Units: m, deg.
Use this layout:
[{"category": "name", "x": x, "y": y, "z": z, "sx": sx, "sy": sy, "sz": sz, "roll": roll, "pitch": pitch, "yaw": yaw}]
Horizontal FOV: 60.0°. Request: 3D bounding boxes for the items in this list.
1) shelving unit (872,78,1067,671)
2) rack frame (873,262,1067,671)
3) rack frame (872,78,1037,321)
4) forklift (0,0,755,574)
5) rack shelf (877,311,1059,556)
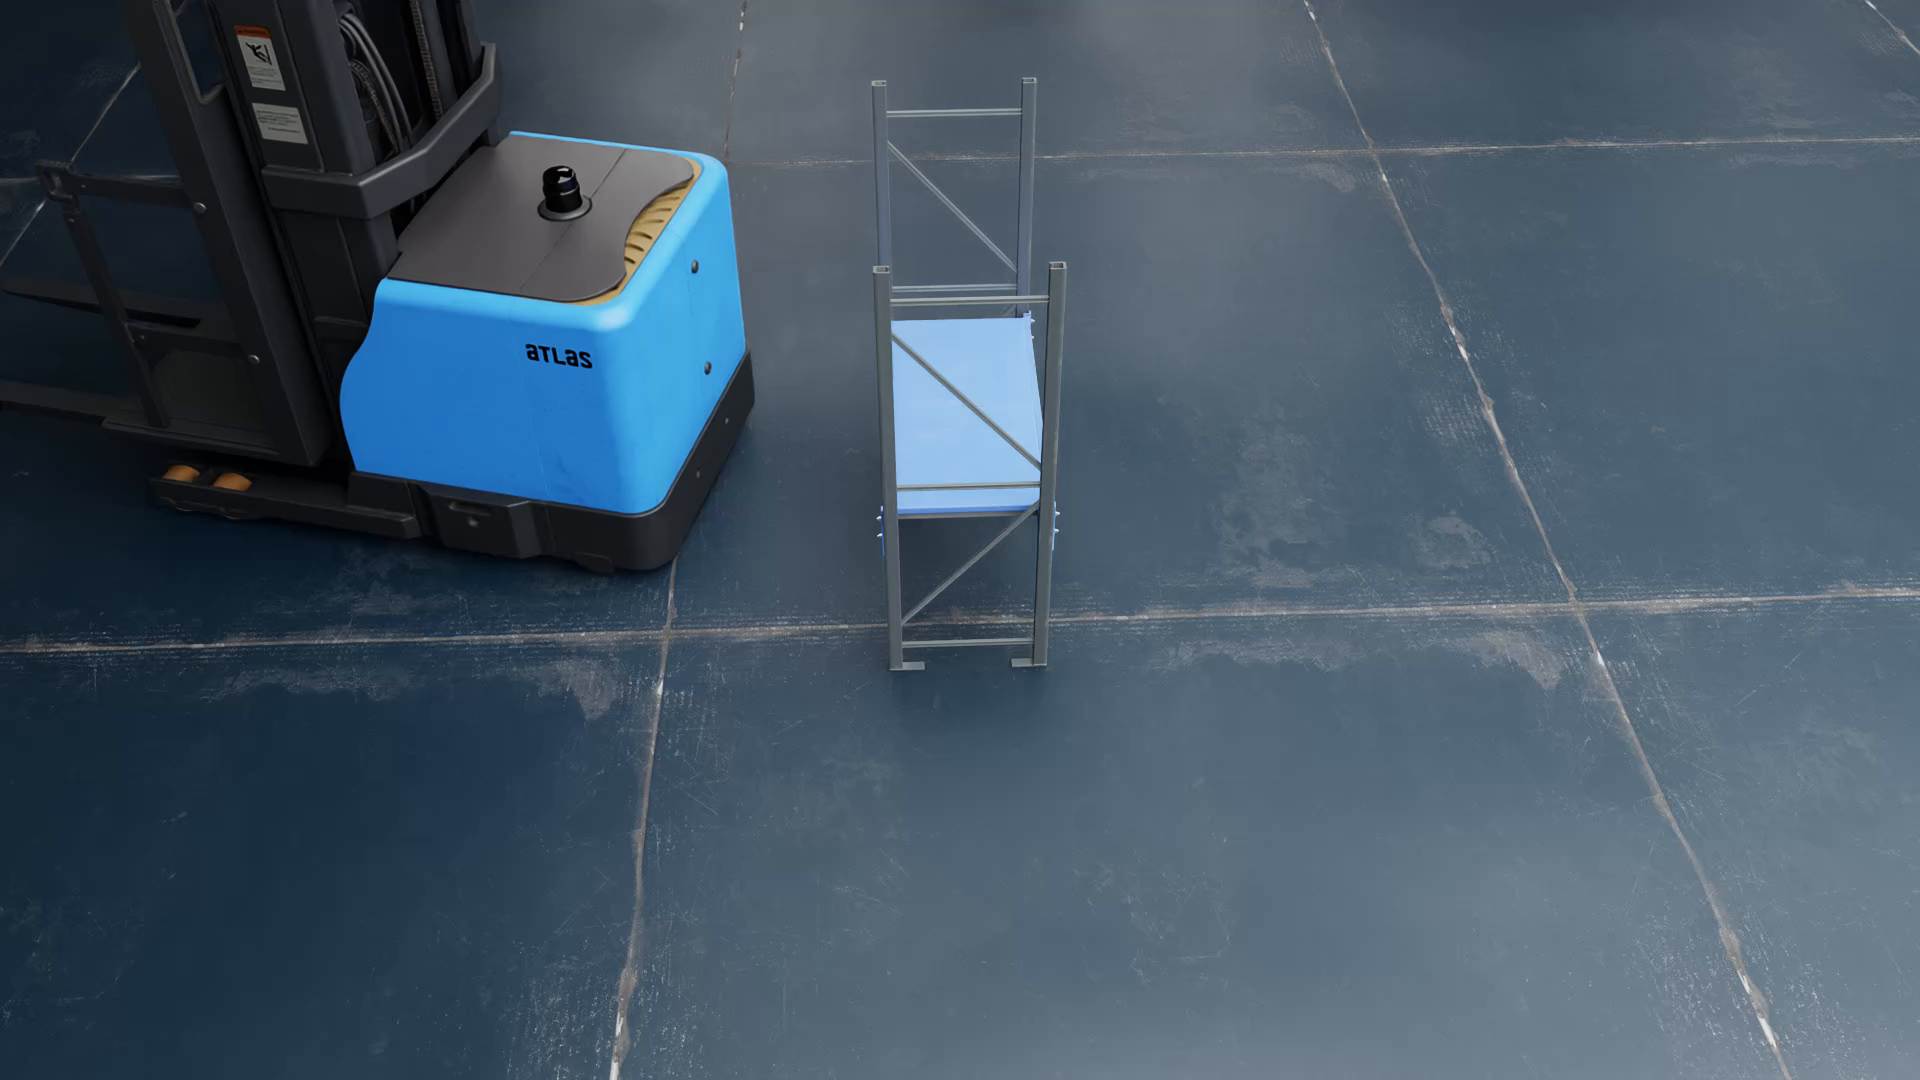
[{"category": "shelving unit", "x": 0.004, "y": -0.495, "z": 5.180, "sx": 0.538, "sy": 1.500, "sz": 1.048, "roll": -2, "pitch": 43, "yaw": -2}, {"category": "rack frame", "x": 0.025, "y": -0.152, "z": 4.806, "sx": 0.500, "sy": 1.500, "sz": 0.032, "roll": -2, "pitch": 43, "yaw": -2}, {"category": "rack frame", "x": -0.018, "y": -0.838, "z": 5.555, "sx": 0.500, "sy": 1.500, "sz": 0.032, "roll": -2, "pitch": 43, "yaw": -2}, {"category": "forklift", "x": -2.337, "y": -1.488, "z": 5.204, "sx": 3.031, "sy": 2.935, "sz": 1.130, "roll": 9, "pitch": 43, "yaw": 10}, {"category": "rack shelf", "x": 0.004, "y": -0.363, "z": 5.302, "sx": 0.538, "sy": 0.185, "sz": 1.000, "roll": -2, "pitch": 43, "yaw": -2}]
